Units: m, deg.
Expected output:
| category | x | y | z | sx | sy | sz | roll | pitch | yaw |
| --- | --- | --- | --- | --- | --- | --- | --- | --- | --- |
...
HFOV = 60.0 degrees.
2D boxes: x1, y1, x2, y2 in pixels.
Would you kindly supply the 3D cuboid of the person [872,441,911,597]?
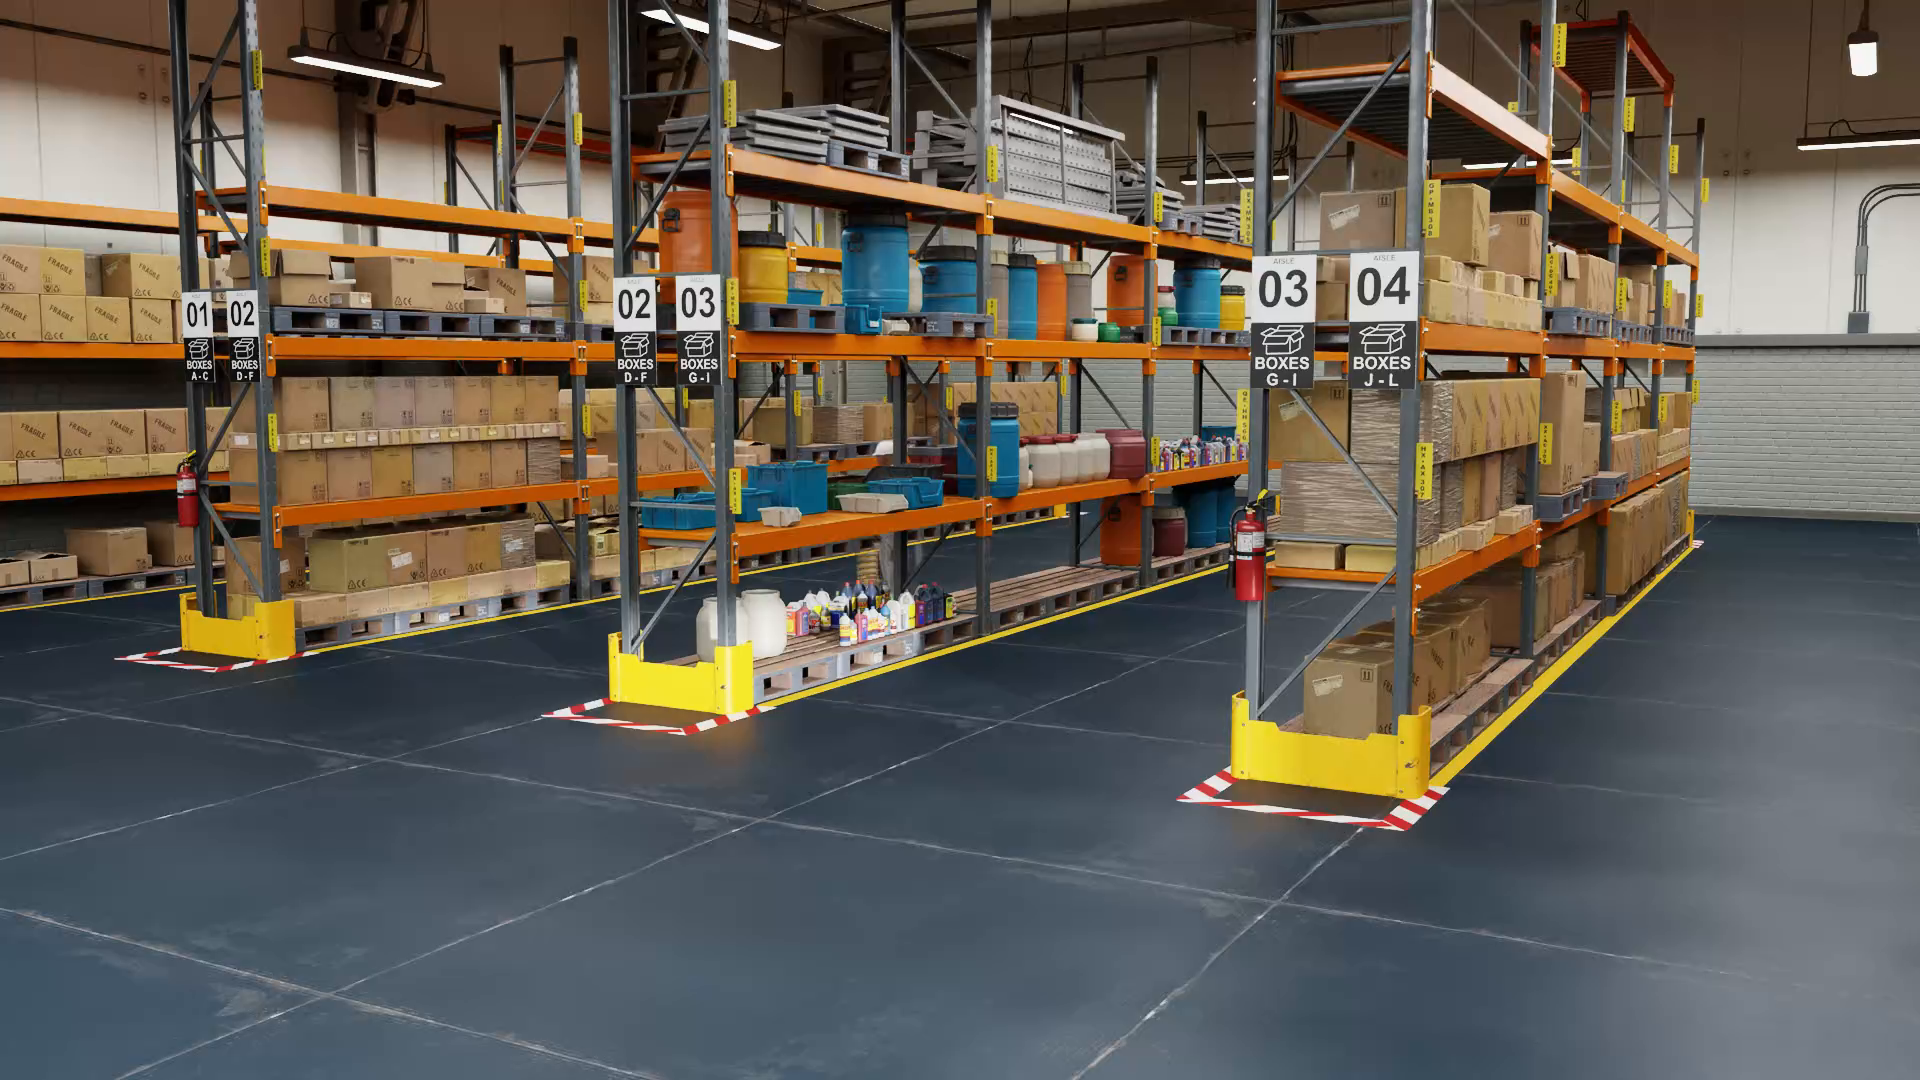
| category | x | y | z | sx | sy | sz | roll | pitch | yaw |
| --- | --- | --- | --- | --- | --- | --- | --- | --- | --- |
| person | -0.720 | -0.178 | 17.783 | 0.460 | 1.760 | 0.618 | 3 | 7 | 26 |
